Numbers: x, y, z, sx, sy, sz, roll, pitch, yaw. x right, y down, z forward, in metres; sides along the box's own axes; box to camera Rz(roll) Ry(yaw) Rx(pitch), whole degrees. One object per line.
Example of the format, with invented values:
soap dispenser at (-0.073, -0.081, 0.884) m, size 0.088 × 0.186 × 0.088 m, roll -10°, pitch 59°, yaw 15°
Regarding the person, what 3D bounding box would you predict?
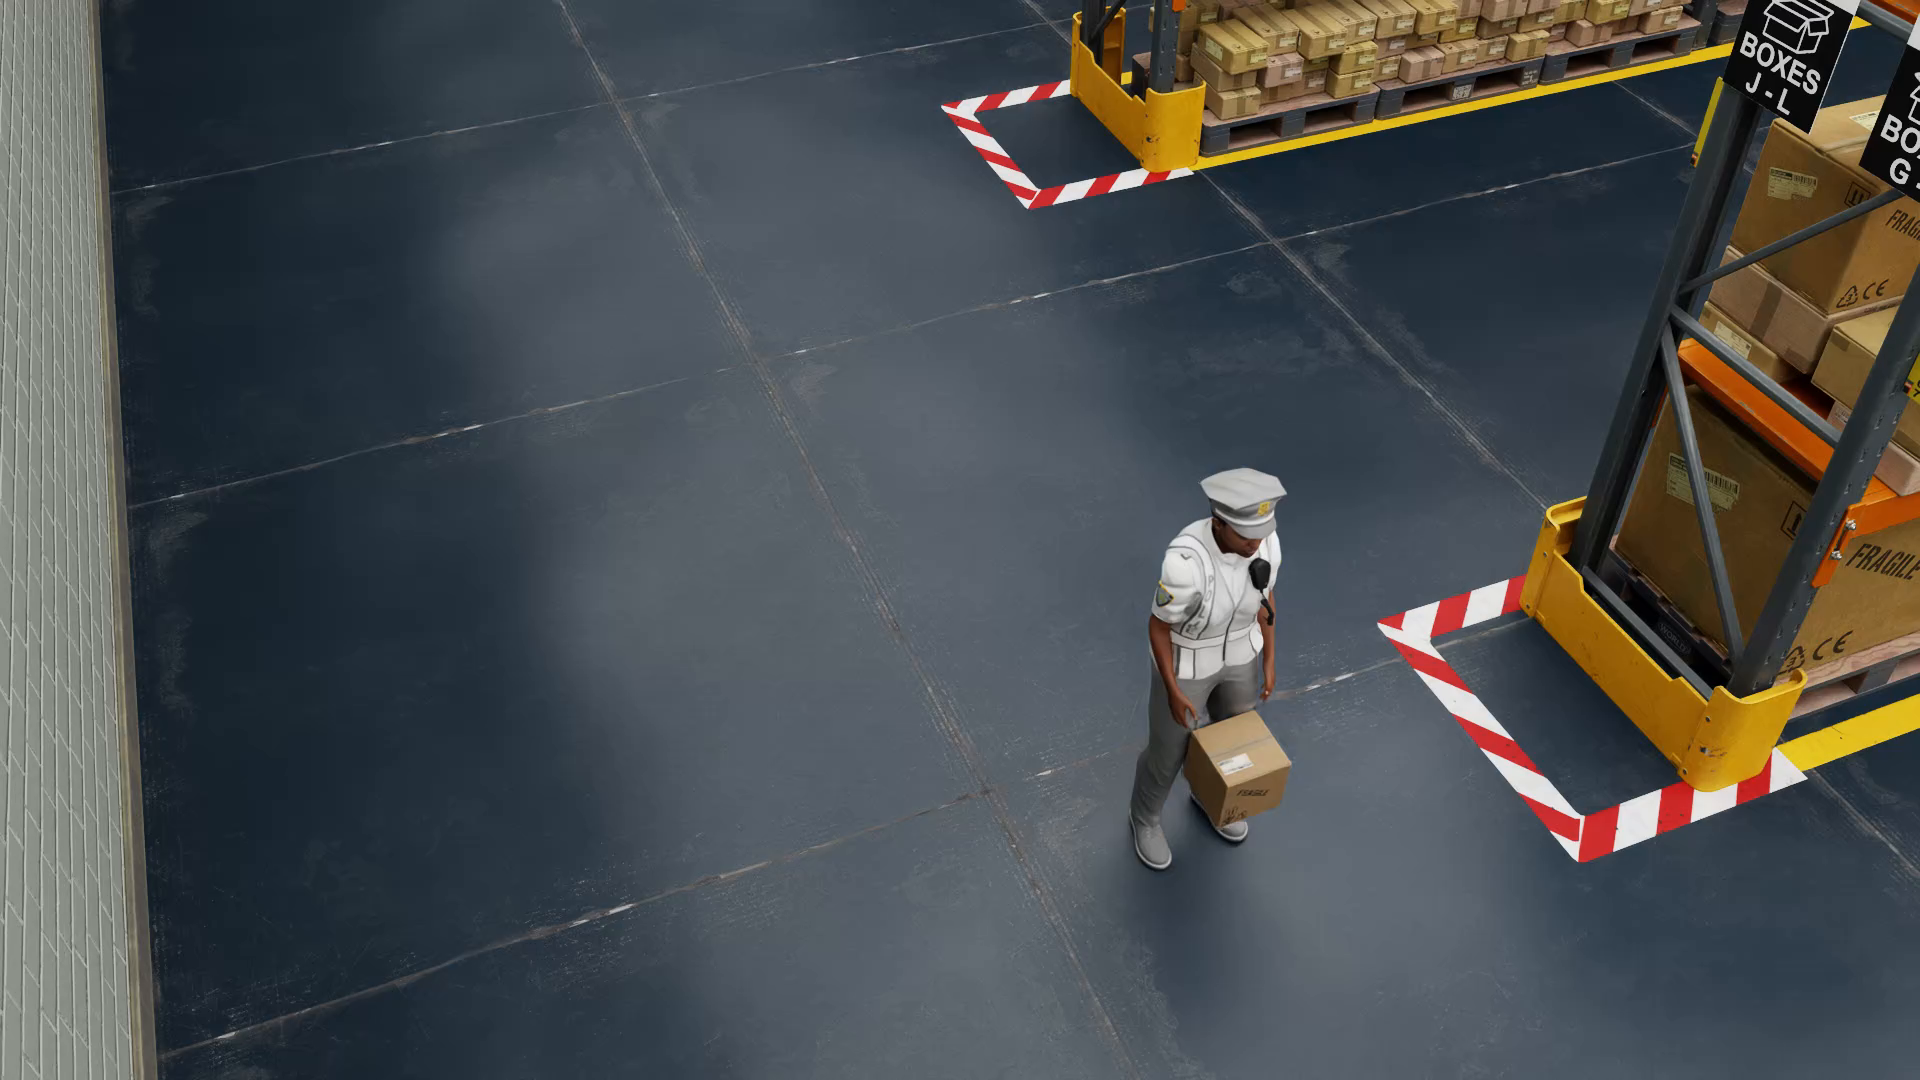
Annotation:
person at (0.842, 0.422, 5.682) m, size 0.492 × 1.672 × 0.372 m, roll -17°, pitch 45°, yaw -18°
